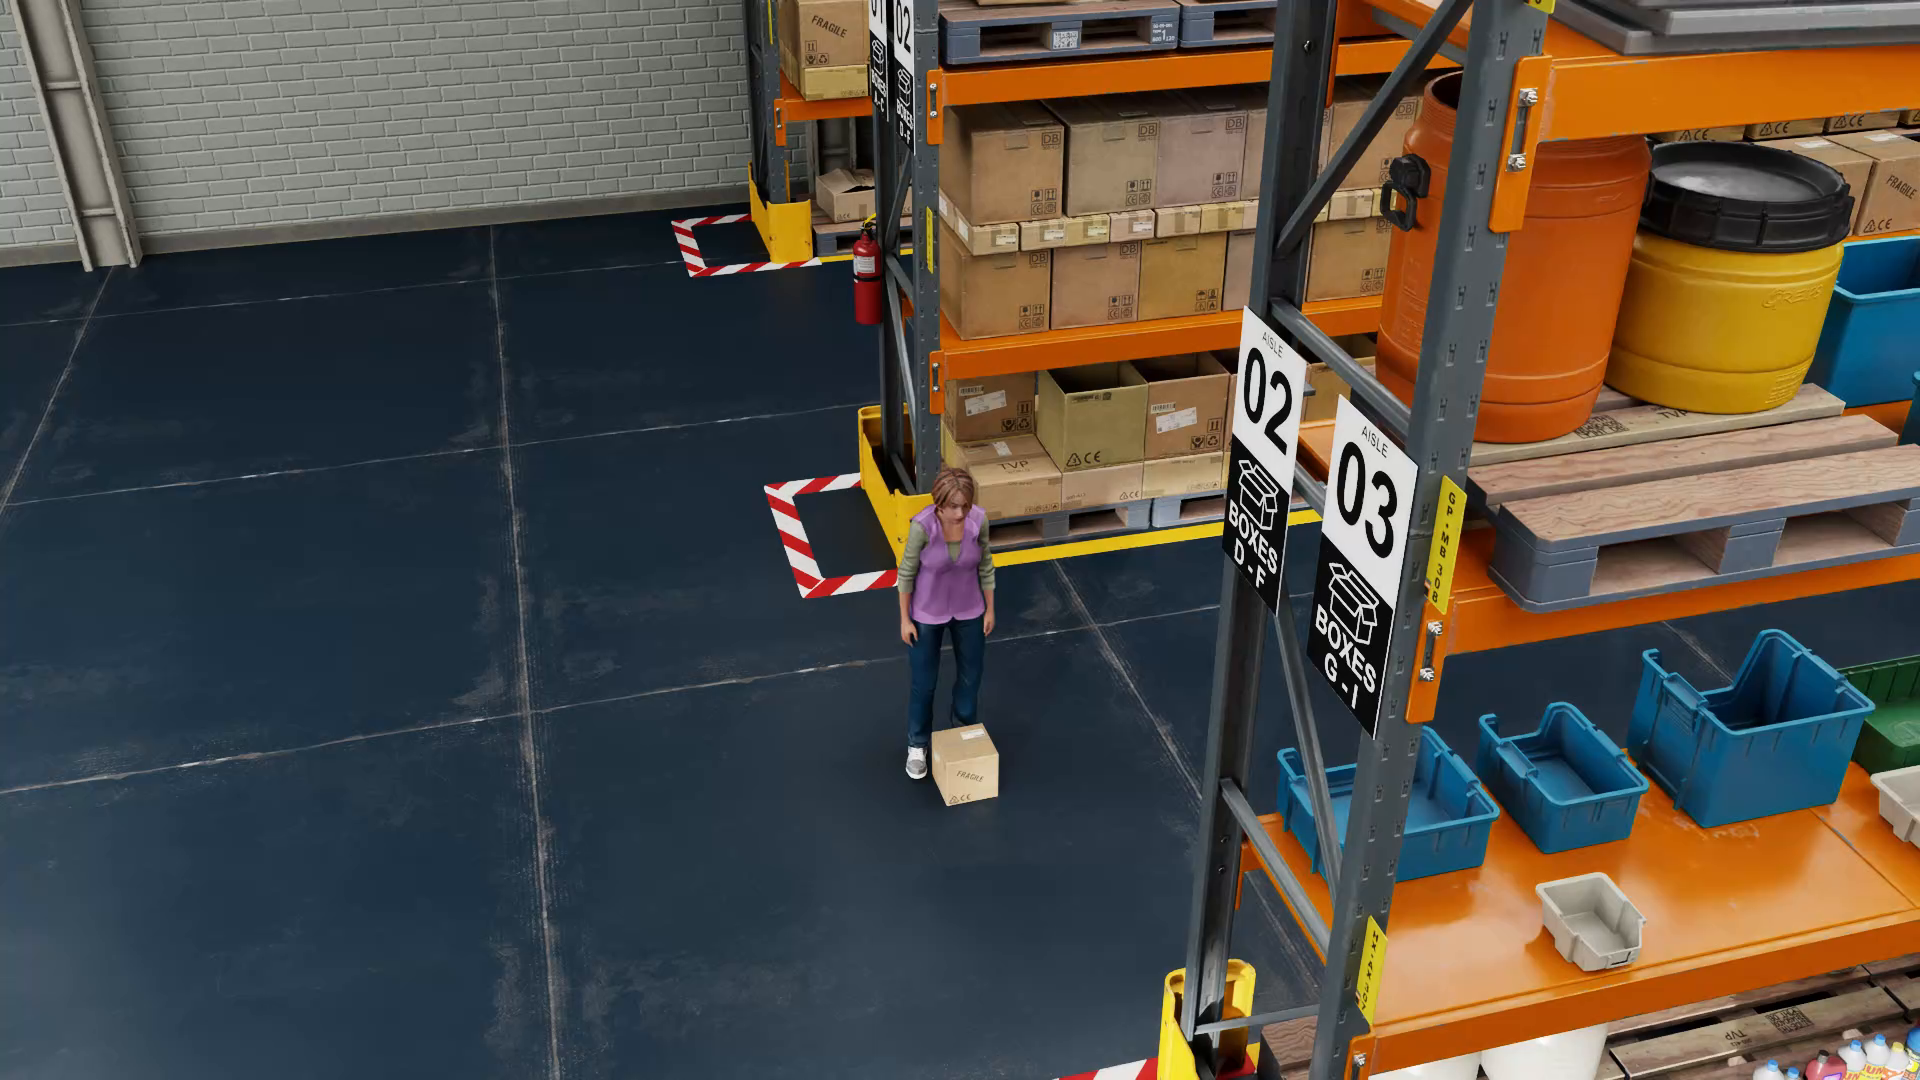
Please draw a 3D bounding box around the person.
[{"bbox_3d":[-0.056,0.354,7.643,0.459,1.591,0.347,-8,32,-13],"label":"person"}]
